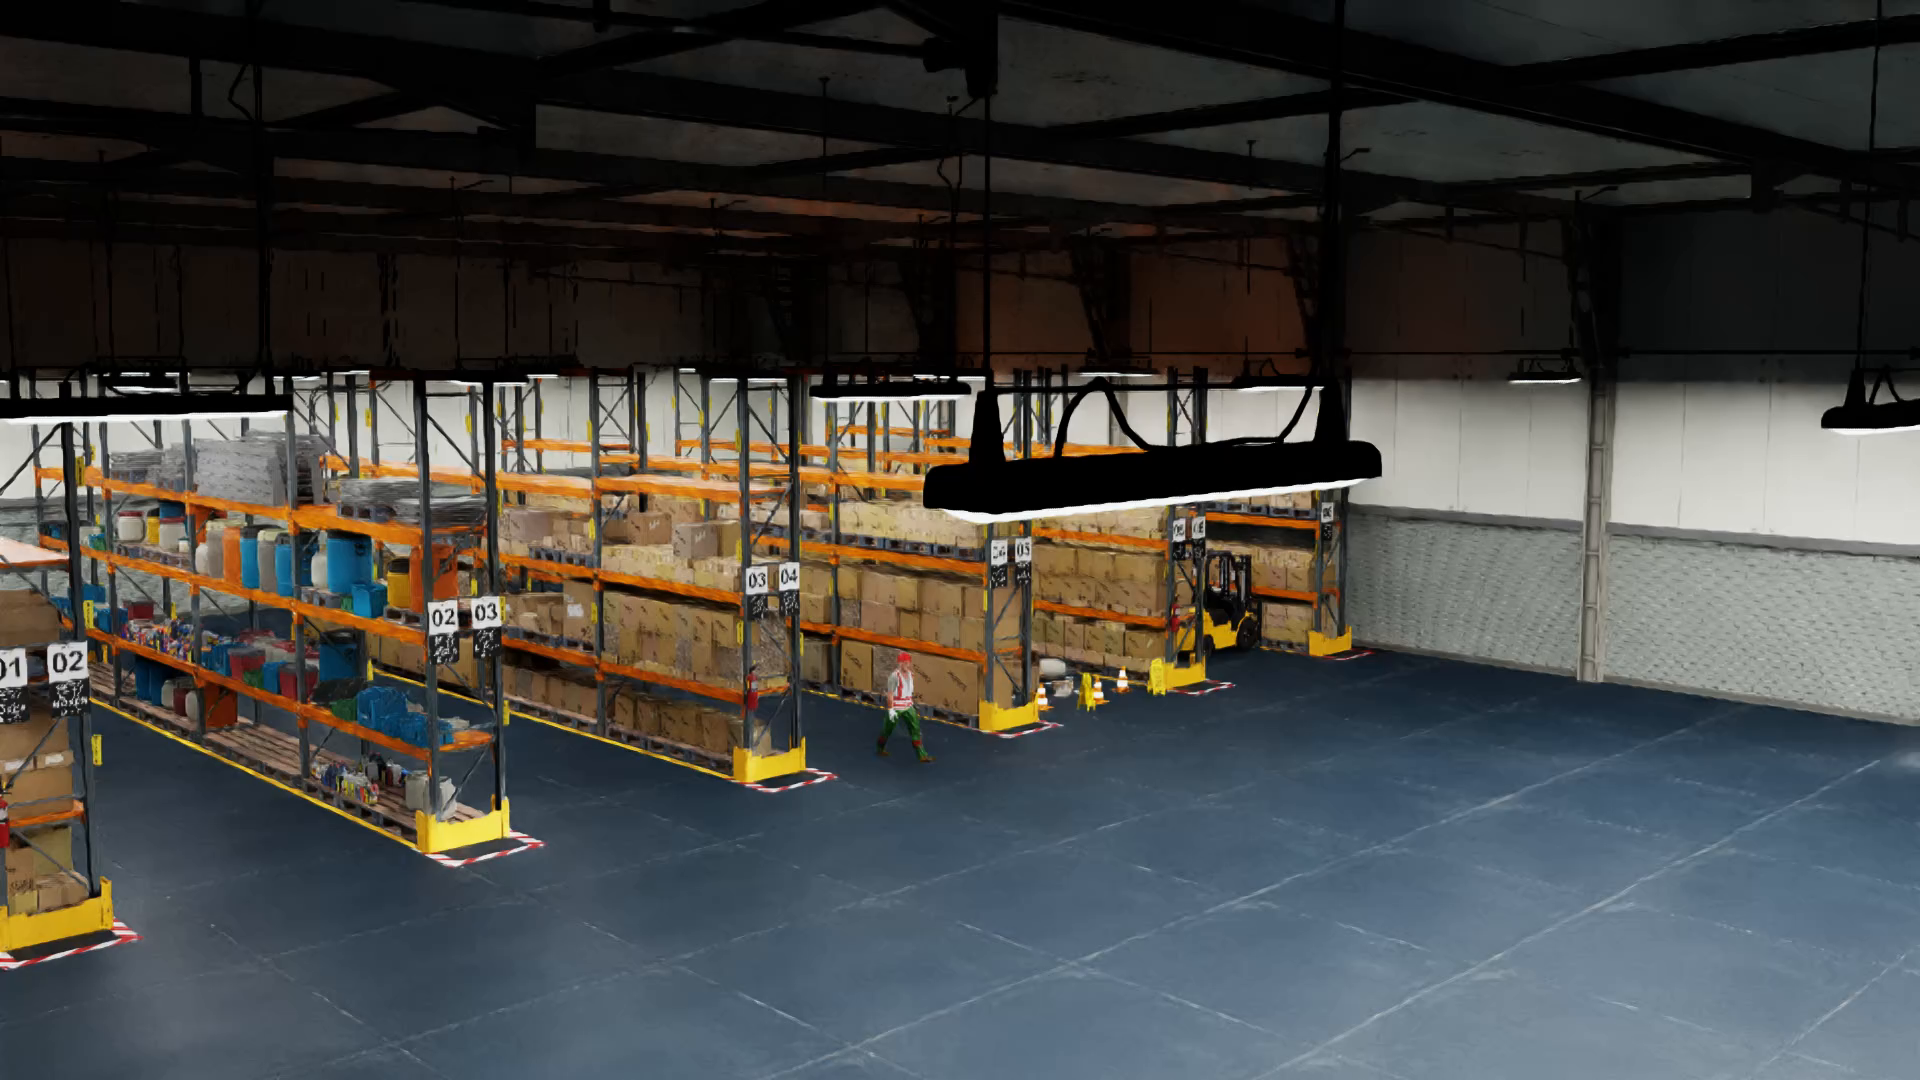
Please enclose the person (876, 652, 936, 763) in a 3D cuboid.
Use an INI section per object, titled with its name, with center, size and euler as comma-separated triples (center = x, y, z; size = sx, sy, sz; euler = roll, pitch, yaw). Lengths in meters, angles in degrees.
[person]
center = -0.886, 2.572, 25.685
size = 0.553, 1.709, 1.123
euler = -6, 9, -42
